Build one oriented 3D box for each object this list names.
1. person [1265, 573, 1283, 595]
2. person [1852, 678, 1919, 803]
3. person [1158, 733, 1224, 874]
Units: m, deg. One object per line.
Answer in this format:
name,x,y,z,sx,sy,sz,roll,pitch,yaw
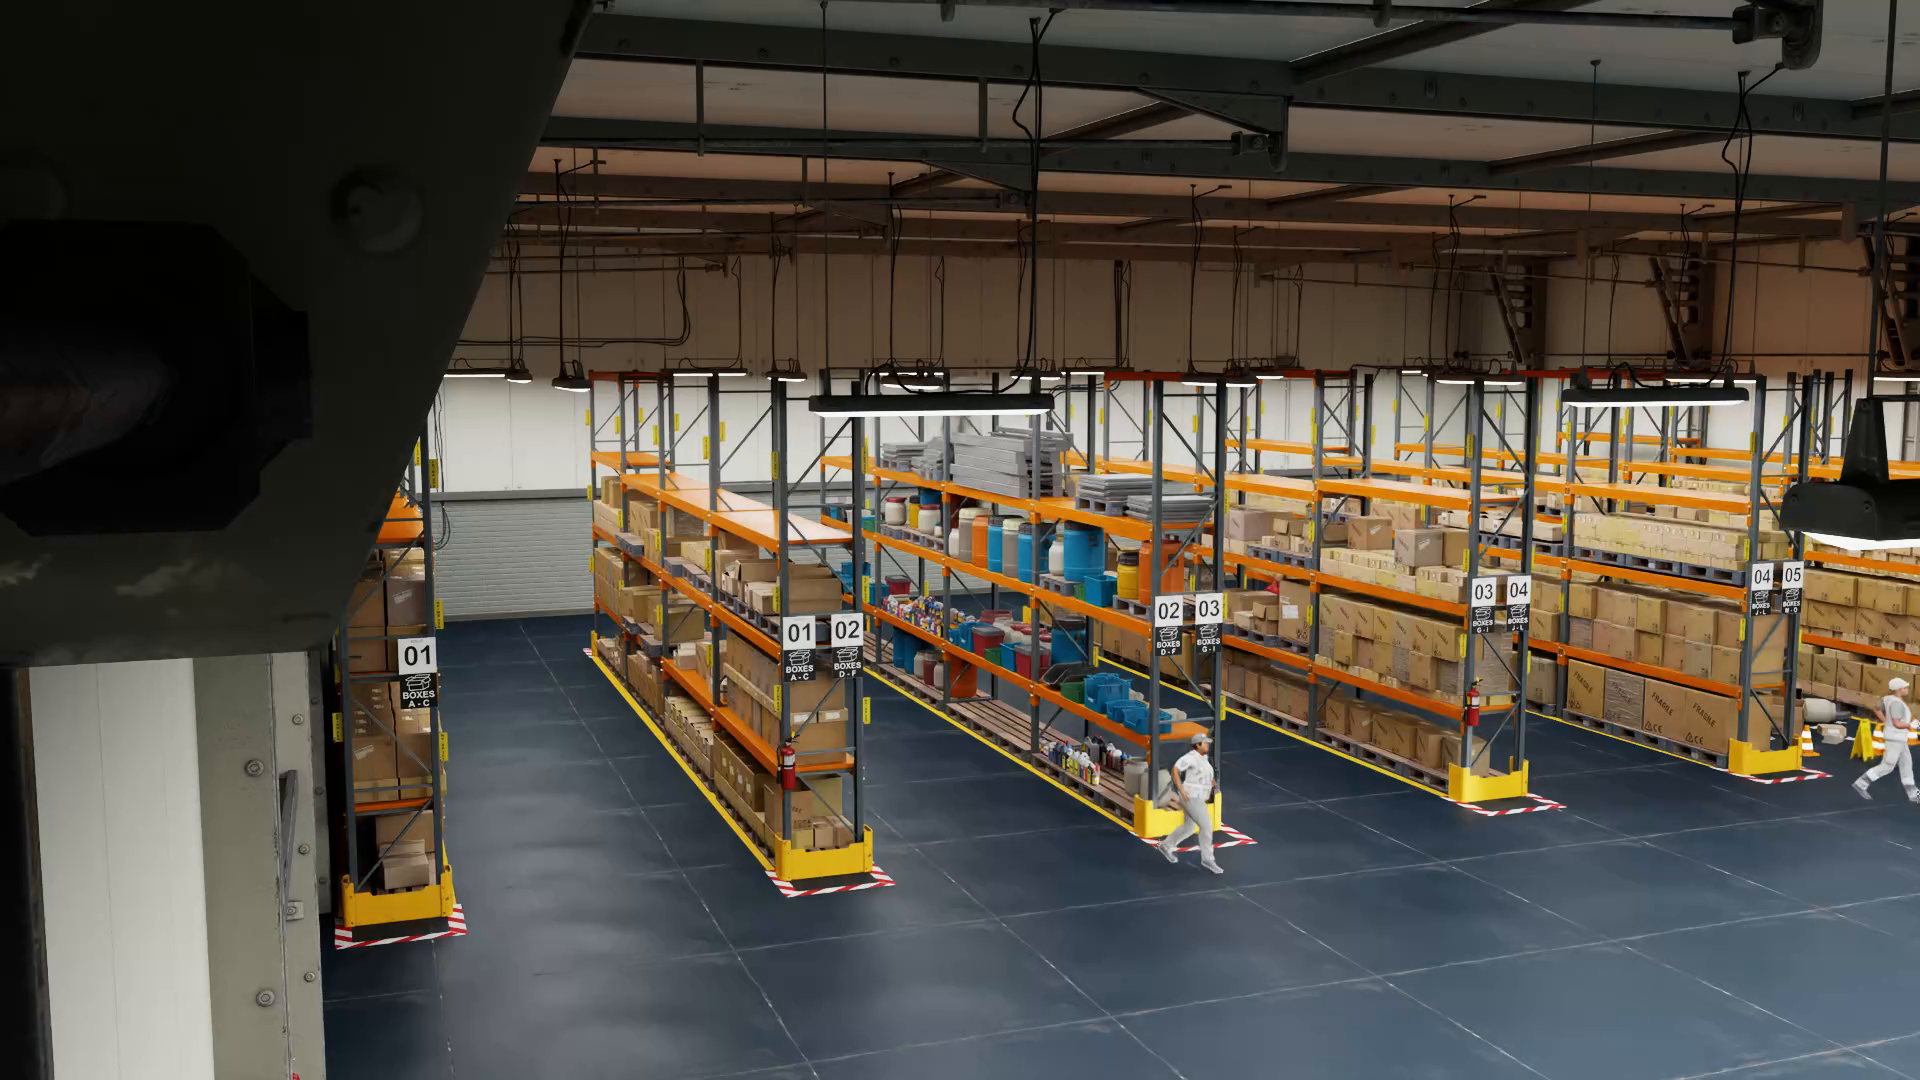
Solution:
person,6.814,1.535,35.563,0.677,1.686,0.829,-3,7,-22
person,13.114,2.810,23.263,0.984,1.779,0.659,3,7,27
person,2.920,3.216,20.637,0.889,1.650,0.634,3,7,25
